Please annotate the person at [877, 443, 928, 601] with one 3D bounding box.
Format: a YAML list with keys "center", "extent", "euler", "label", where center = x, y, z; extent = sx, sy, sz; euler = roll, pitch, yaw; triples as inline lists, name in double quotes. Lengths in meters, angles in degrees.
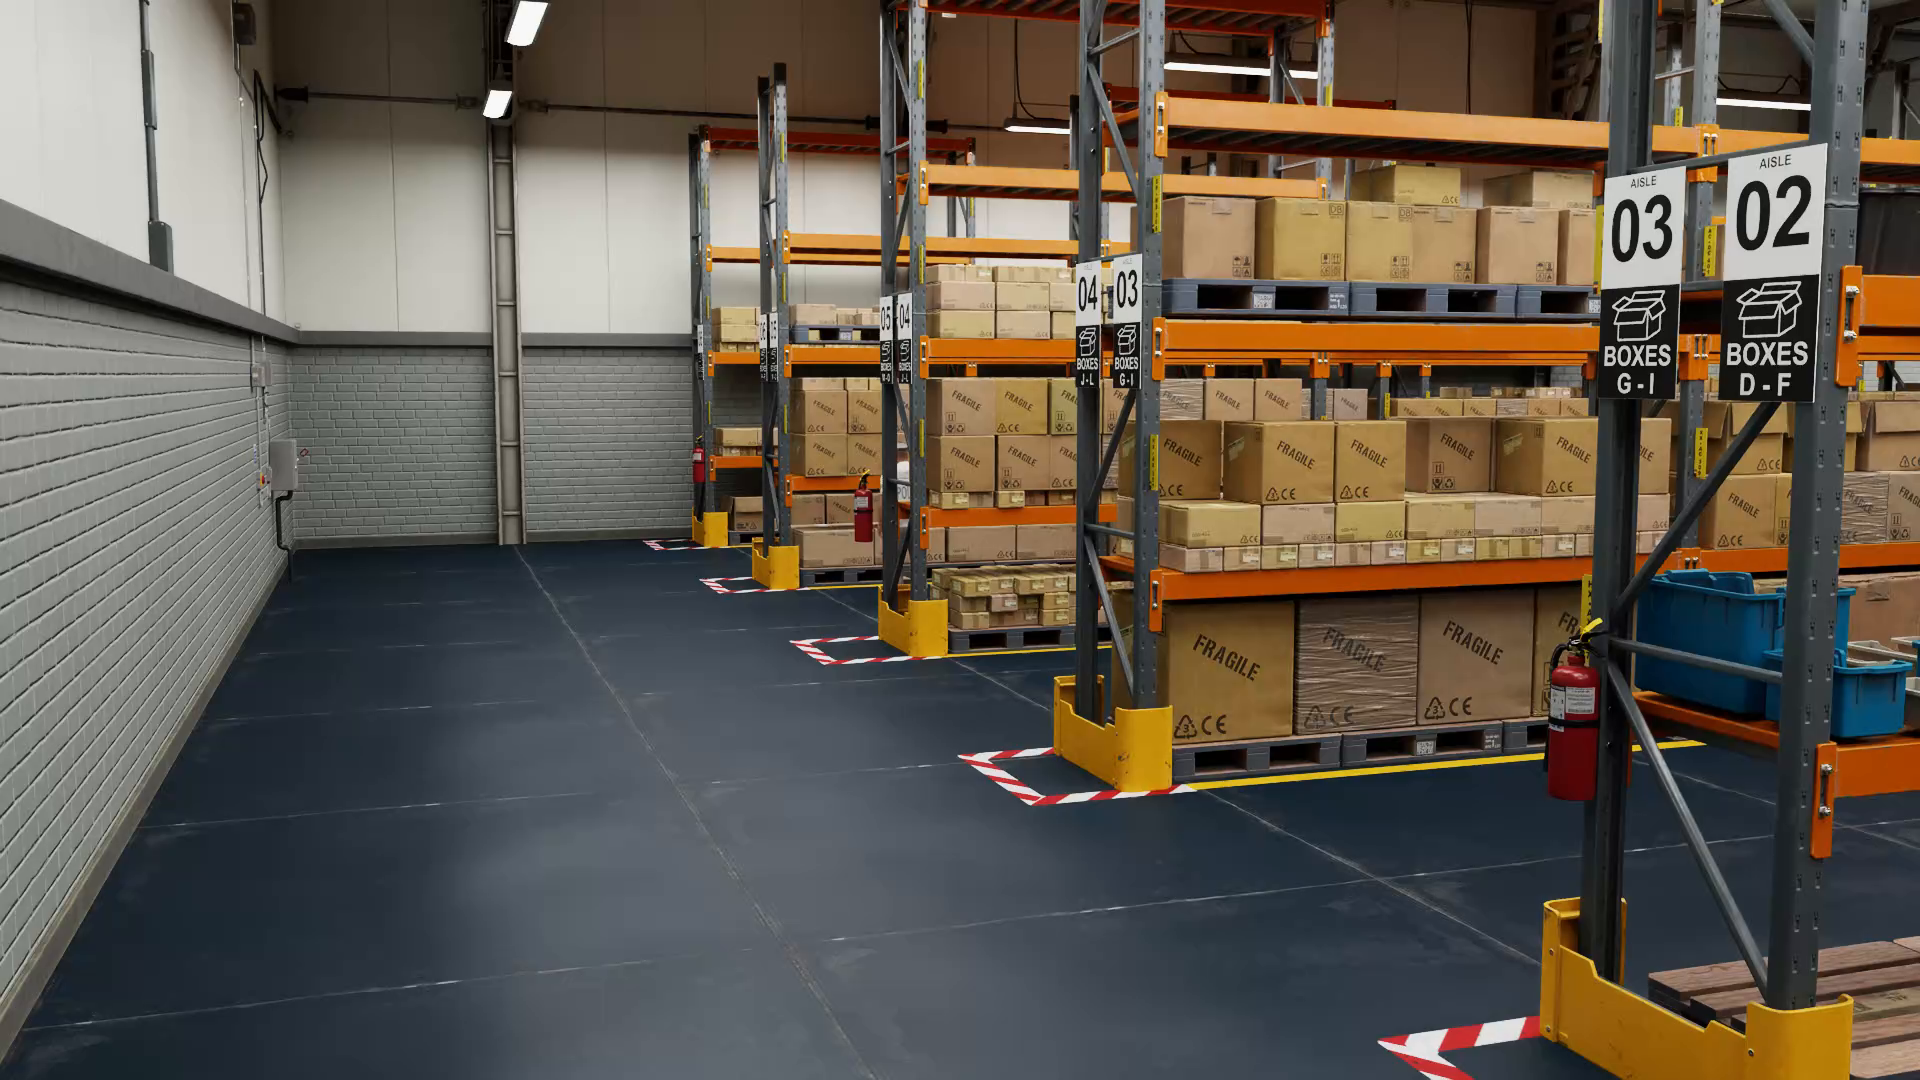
- center: [-0.607, -0.178, 18.065]
  extent: [0.598, 1.748, 0.468]
  euler: [-2, 6, -20]
  label: "person"
